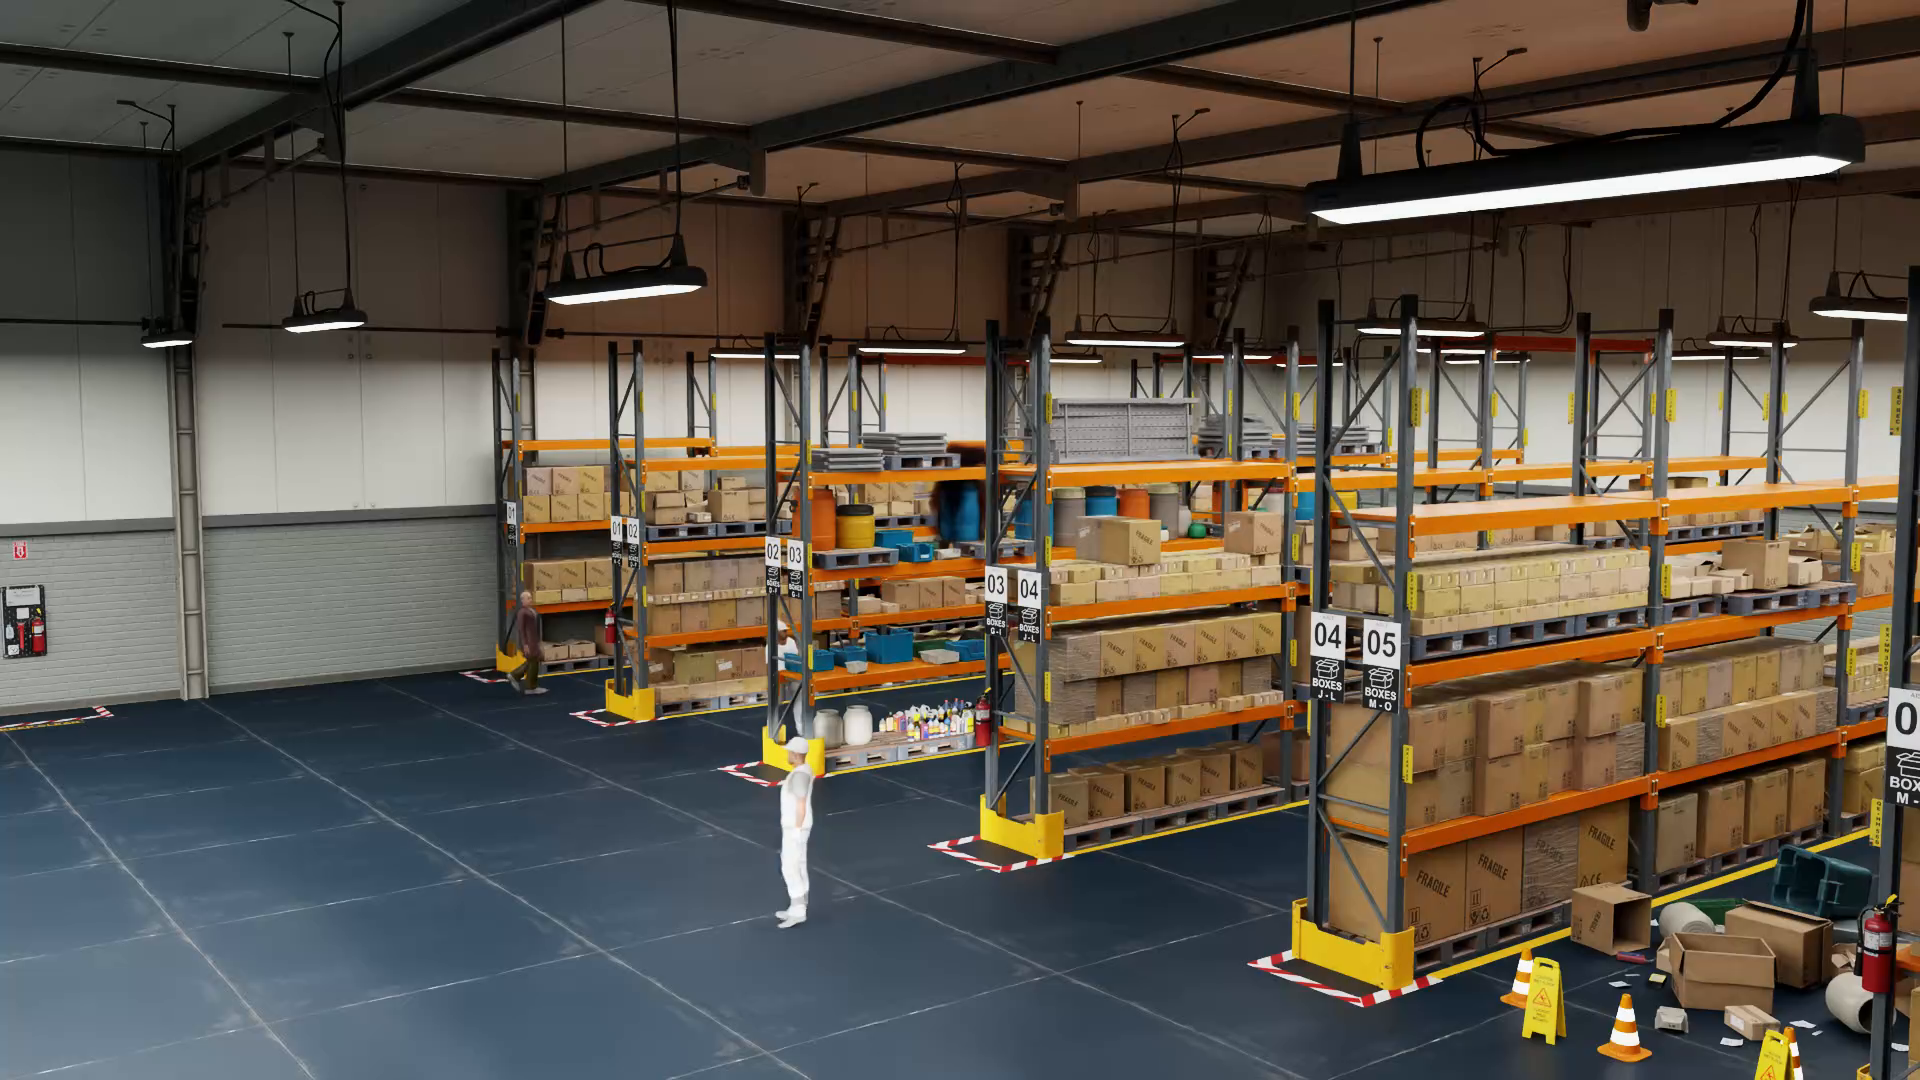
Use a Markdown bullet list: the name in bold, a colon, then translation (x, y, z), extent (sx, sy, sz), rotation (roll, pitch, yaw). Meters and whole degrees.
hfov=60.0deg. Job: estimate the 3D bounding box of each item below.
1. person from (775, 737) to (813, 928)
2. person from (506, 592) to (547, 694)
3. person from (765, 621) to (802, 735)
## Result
- **person**: translation (-1.631, 2.849, 16.324), extent (0.380, 1.831, 0.591), rotation (0, 5, 0)
- **person**: translation (-7.451, 1.761, 28.529), extent (0.673, 1.762, 0.563), rotation (-1, 5, -16)
- **person**: translation (-2.599, 2.107, 24.964), extent (0.690, 1.801, 0.493), rotation (-3, 6, -32)
